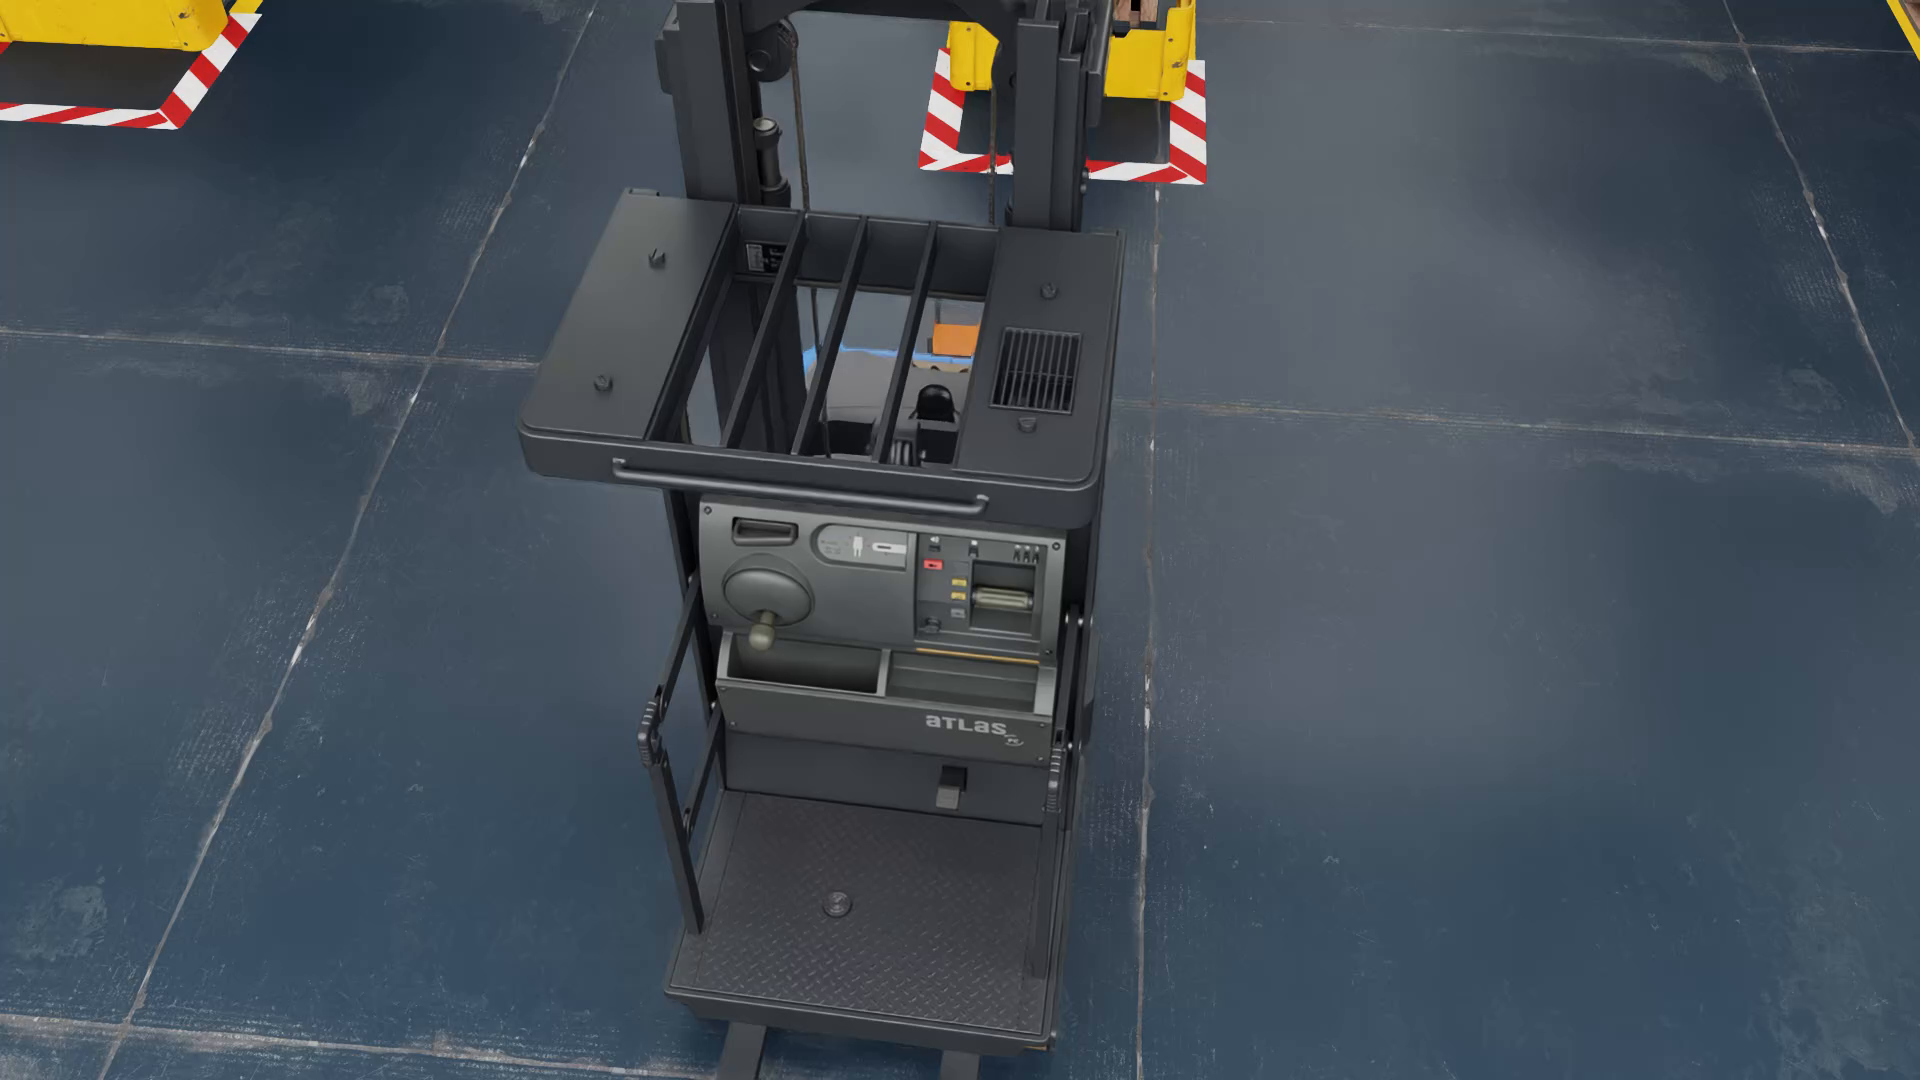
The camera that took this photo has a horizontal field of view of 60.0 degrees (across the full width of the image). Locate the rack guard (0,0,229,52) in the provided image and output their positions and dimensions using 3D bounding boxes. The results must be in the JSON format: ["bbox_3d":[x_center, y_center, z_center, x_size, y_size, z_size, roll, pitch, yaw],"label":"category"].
[{"bbox_3d":[-4.436,-2.841,8.510,1.175,0.500,0.348,4,48,4],"label":"rack guard"}]

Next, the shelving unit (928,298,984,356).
[{"bbox_3d":[0.005,-0.394,5.899,0.215,1.050,0.252,4,48,4],"label":"shelving unit"}]

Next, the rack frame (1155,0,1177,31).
[{"bbox_3d":[0.536,-3.293,7.229,1.000,3.000,0.127,4,48,4],"label":"rack frame"}]

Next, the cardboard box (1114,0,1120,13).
[{"bbox_3d":[0.609,-3.049,8.415,0.500,0.500,0.500,12,49,11],"label":"cardboard box"}]

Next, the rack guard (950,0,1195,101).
[{"bbox_3d":[0.543,-2.505,8.202,1.175,0.500,0.348,4,48,4],"label":"rack guard"}]

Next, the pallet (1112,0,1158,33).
[{"bbox_3d":[0.652,-3.002,8.853,1.003,0.211,1.213,4,48,4],"label":"pallet"}]

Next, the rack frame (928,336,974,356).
[{"bbox_3d":[-0.006,-0.304,5.817,0.200,1.050,0.008,4,48,4],"label":"rack frame"}]

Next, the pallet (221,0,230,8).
[{"bbox_3d":[-4.357,-3.340,9.162,1.003,0.211,1.213,4,48,4],"label":"pallet"}]

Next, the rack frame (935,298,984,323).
[{"bbox_3d":[0.016,-0.483,5.981,0.200,1.050,0.008,4,48,4],"label":"rack frame"}]

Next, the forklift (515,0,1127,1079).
[{"bbox_3d":[-0.229,0.214,4.068,1.130,2.935,3.031,6,48,5],"label":"forklift"}]

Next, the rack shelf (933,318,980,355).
[{"bbox_3d":[0.005,-0.578,5.697,0.215,0.259,0.240,4,48,4],"label":"rack shelf"}]
